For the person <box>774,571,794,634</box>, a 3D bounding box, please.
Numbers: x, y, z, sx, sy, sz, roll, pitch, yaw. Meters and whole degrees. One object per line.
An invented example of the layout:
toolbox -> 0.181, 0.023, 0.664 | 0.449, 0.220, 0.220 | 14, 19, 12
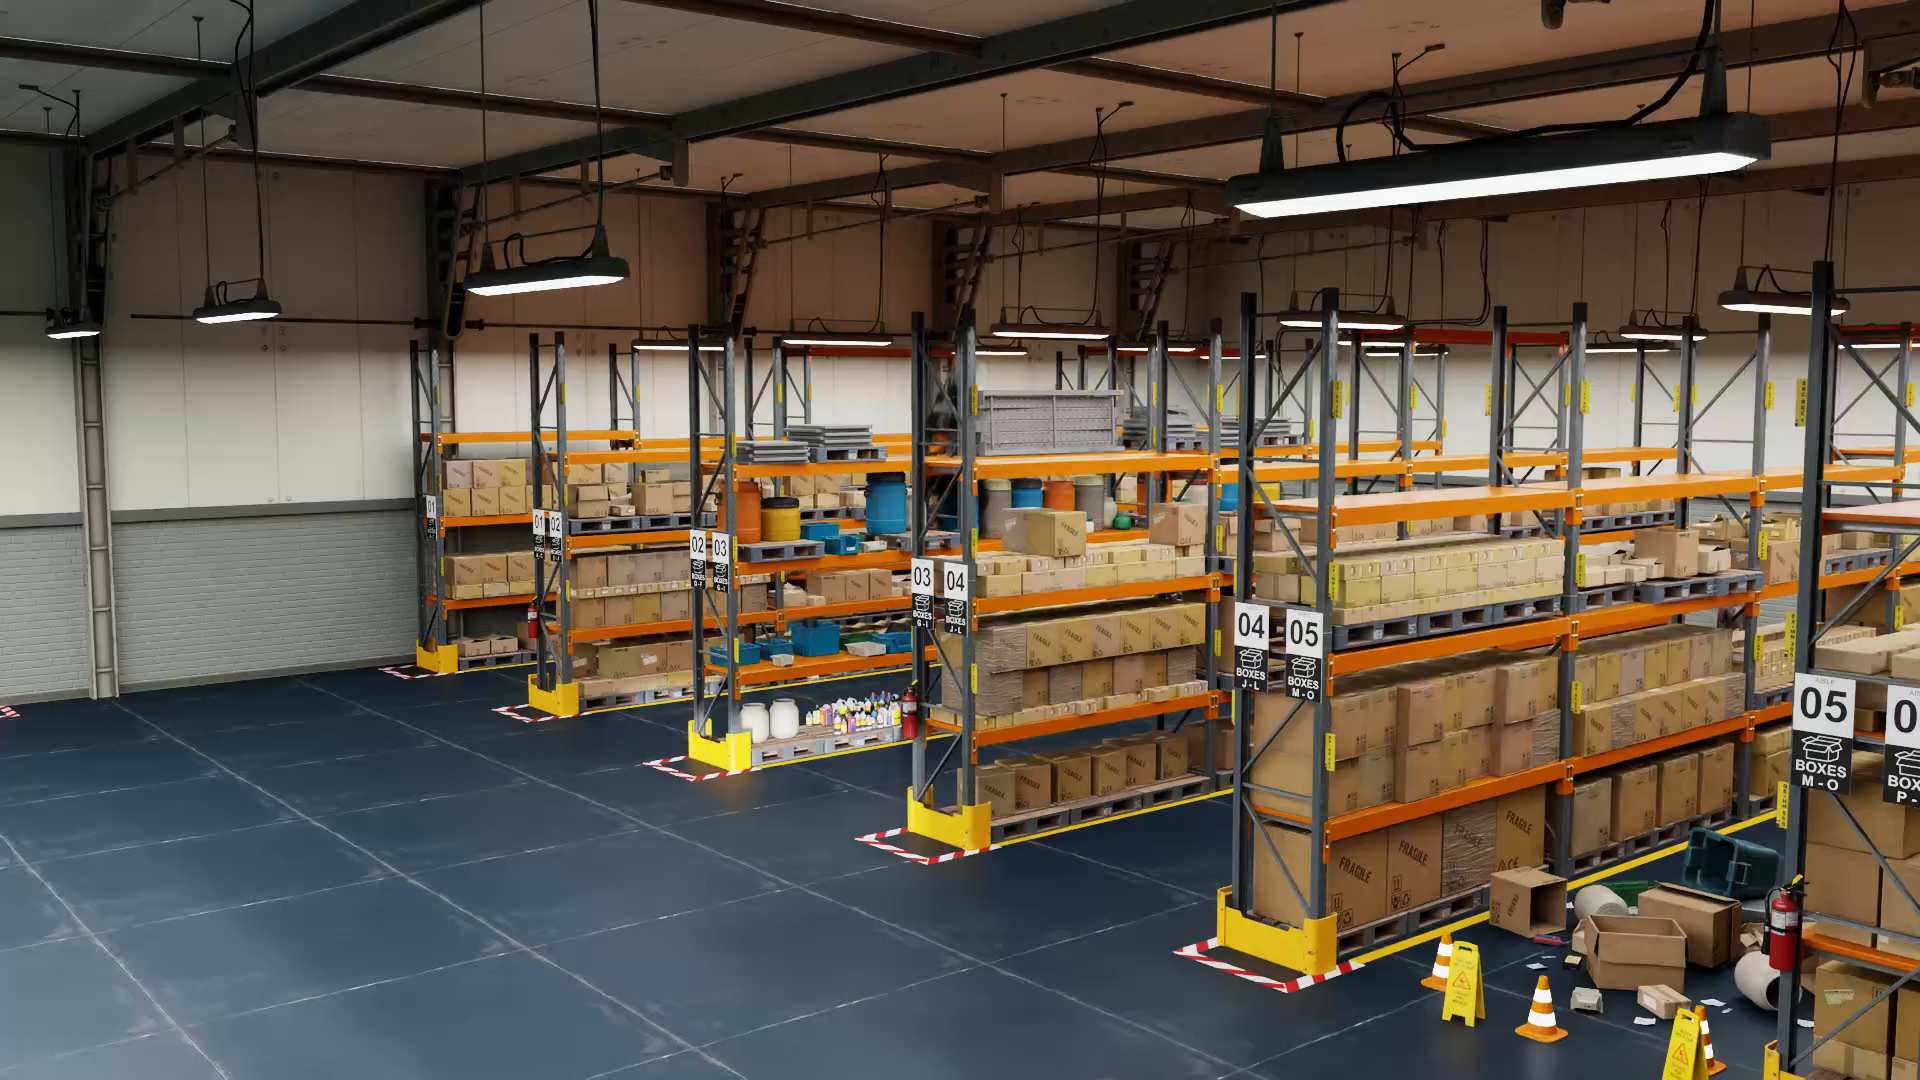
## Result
person -> -3.355, 1.404, 31.210 | 0.586, 1.737, 0.638 | -4, 7, -37

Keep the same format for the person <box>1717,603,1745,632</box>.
person -> 13.201, 1.690, 28.207 | 0.681, 1.713, 0.624 | 1, 5, 12
